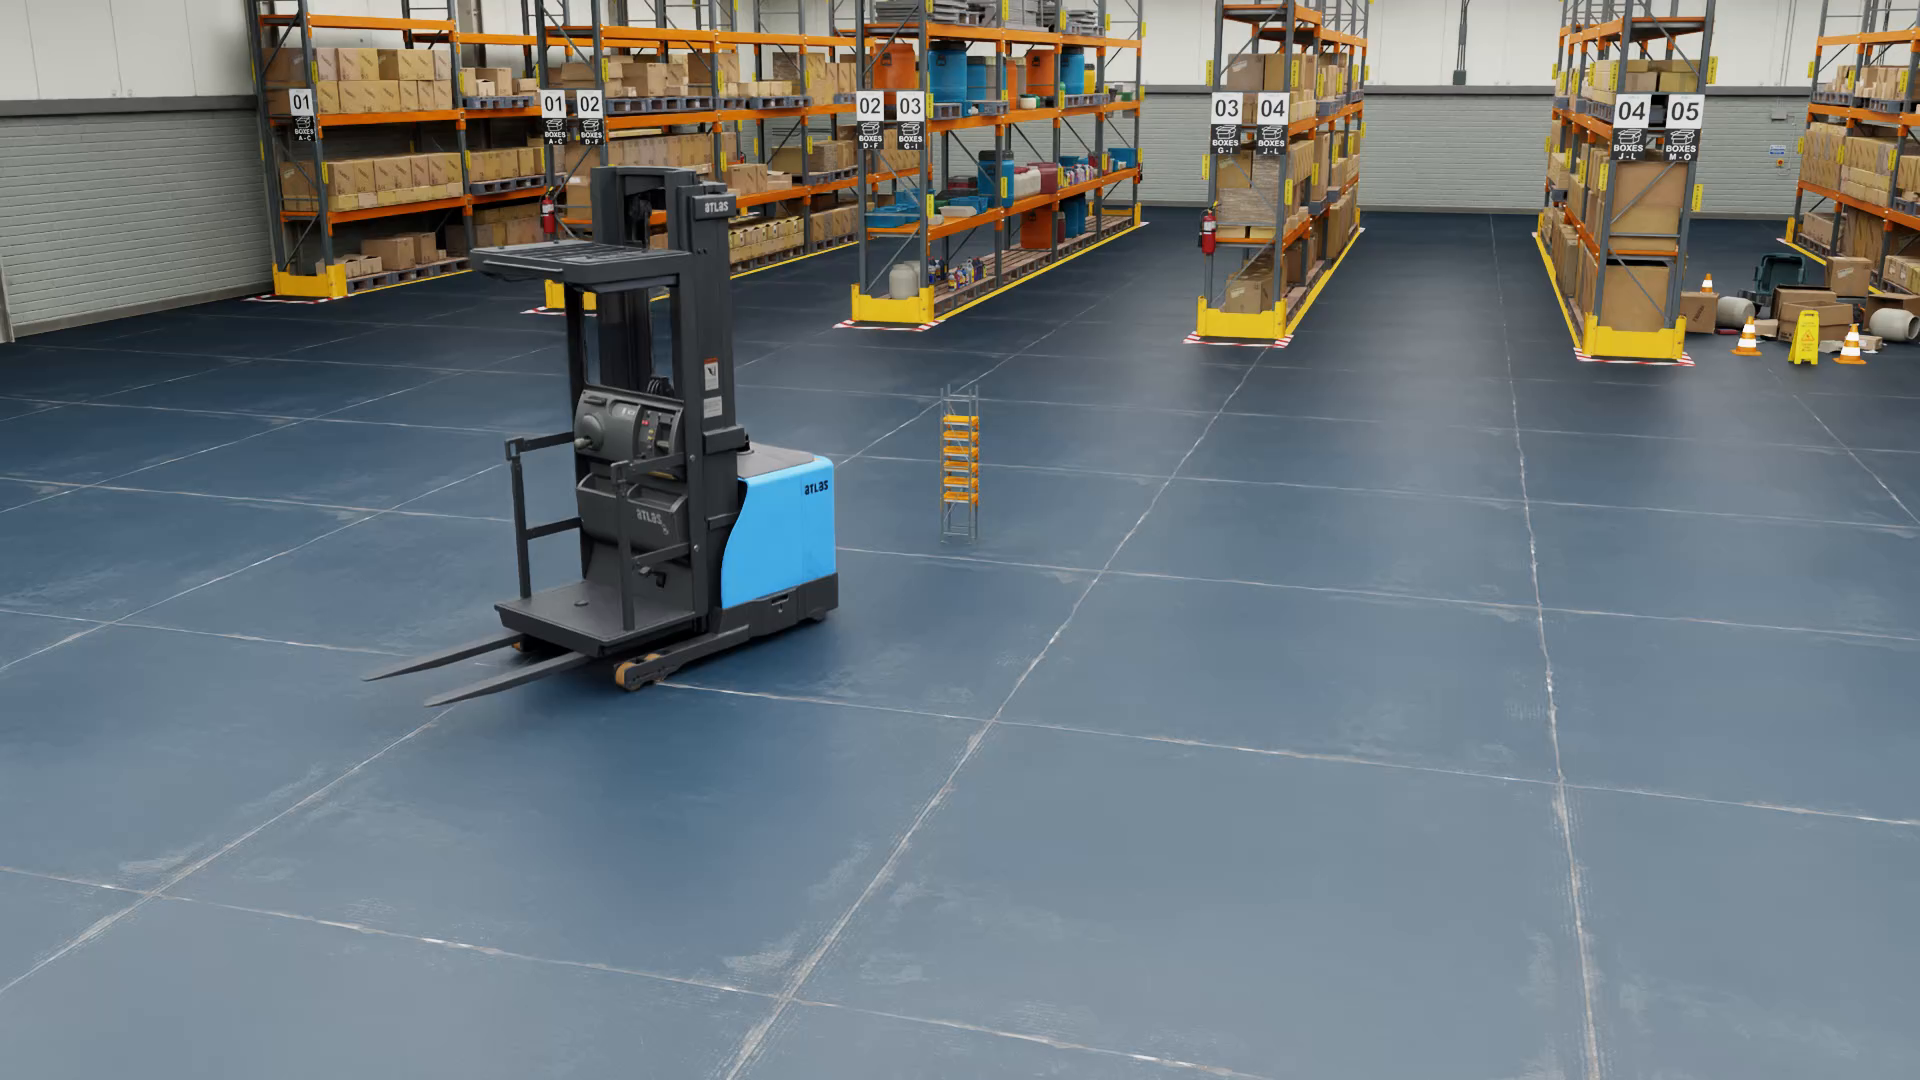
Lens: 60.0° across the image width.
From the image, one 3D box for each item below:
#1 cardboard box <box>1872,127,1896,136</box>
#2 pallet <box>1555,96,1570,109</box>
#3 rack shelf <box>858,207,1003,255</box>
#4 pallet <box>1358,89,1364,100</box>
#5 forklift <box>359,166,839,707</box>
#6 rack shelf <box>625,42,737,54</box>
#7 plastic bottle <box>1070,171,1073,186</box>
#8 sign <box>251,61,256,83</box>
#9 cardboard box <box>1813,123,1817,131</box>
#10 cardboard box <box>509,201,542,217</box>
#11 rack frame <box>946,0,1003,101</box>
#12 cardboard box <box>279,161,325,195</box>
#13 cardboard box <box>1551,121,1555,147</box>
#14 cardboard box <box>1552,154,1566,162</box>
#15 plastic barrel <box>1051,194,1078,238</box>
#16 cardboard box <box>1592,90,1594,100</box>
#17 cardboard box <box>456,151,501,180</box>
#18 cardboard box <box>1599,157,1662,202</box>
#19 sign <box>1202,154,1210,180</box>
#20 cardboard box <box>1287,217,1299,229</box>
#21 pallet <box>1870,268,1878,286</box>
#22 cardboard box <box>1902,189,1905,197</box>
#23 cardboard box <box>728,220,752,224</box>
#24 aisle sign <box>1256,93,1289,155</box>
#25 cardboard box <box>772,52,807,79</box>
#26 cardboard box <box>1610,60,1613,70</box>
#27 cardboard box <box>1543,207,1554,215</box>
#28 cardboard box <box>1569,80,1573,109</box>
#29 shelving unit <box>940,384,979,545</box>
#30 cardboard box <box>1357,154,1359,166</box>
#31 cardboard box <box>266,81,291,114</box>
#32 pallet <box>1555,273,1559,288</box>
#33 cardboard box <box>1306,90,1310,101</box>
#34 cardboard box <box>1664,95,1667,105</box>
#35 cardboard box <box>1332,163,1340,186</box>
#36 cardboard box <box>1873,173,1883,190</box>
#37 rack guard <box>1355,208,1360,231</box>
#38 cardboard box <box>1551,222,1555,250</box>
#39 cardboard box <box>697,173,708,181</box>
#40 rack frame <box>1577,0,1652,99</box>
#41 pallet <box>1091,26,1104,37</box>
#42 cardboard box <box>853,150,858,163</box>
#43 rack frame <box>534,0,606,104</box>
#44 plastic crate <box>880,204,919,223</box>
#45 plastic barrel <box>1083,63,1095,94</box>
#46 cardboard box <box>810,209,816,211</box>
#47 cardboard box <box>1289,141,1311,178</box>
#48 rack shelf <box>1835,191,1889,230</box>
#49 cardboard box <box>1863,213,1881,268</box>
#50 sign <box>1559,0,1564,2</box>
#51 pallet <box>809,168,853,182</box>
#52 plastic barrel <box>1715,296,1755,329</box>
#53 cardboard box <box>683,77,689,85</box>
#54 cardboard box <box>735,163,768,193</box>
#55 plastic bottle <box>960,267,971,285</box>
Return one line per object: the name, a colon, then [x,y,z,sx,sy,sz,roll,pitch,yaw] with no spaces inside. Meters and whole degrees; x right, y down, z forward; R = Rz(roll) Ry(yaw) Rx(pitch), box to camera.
cardboard box: [17.111,-7.554,30.760,0.380,0.149,0.250,5,17,17]
pallet: [11.371,-7.867,29.916,1.213,0.211,1.003,5,16,16]
rack shelf: [-0.377,-4.772,25.475,1.077,0.370,4.000,5,16,16]
pallet: [8.150,-9.602,35.852,1.003,0.211,1.213,5,16,16]
forklift: [-2.133,-0.683,9.865,1.130,2.935,3.031,13,20,38]
rack shelf: [-6.465,-11.374,38.489,1.077,0.370,4.000,5,16,16]
plastic bottle: [2.149,-7.045,32.405,0.097,0.271,0.097,0,16,0]
sign: [-10.970,-7.281,25.881,0.100,0.325,0.005,5,16,16]
cardboard box: [17.296,-8.265,33.267,0.380,0.149,0.250,5,17,18]
cardboard box: [-8.547,-6.489,32.612,0.500,0.250,0.500,5,17,17]
rack frame: [0.192,-8.528,26.403,1.000,3.000,0.127,5,16,16]
cardboard box: [-10.513,-5.801,26.649,0.500,0.500,0.500,4,16,15]
cardboard box: [12.389,-8.294,34.014,0.500,0.500,0.500,4,16,15]
cardboard box: [11.239,-7.099,30.961,0.380,0.149,0.250,5,17,16]
plastic barrel: [2.093,-6.601,33.680,0.600,0.901,0.708,5,16,16]
cardboard box: [9.238,-6.350,23.730,0.380,0.149,0.250,4,16,15]
cardboard box: [-8.964,-6.946,30.831,0.700,0.500,0.500,6,17,22]
cardboard box: [8.741,-4.637,21.425,0.875,0.550,0.550,5,16,16]
sign: [3.277,-4.968,22.147,0.100,0.325,0.005,5,16,16]
cardboard box: [4.633,-4.531,23.767,0.380,0.149,0.250,5,16,16]
pallet: [15.875,-4.394,27.935,1.003,0.211,1.213,5,16,16]
cardboard box: [15.308,-5.546,26.576,0.380,0.149,0.250,4,16,13]
cardboard box: [-4.138,-5.836,31.151,0.500,0.311,0.500,4,16,14]
aisle sign: [4.074,-5.422,21.684,0.394,0.787,0.004,5,16,16]
cardboard box: [-3.290,-9.159,32.110,0.500,0.500,0.500,5,16,16]
cardboard box: [8.446,-6.002,21.044,0.380,0.149,0.250,5,17,17]
cardboard box: [12.603,-6.992,35.347,0.380,0.149,0.250,4,16,13]
cardboard box: [10.998,-7.815,29.206,0.500,0.500,0.500,5,16,16]
shelving unit: [-0.004,-0.573,12.652,0.258,1.200,0.189,5,16,16]
cardboard box: [8.467,-8.320,36.397,0.500,0.250,0.500,4,16,15]
cardboard box: [-10.568,-6.993,26.269,0.500,0.500,0.500,6,17,20]
pallet: [10.508,-4.351,27.782,1.003,0.211,1.213,5,16,16]
cardboard box: [4.919,-6.503,24.308,0.380,0.149,0.250,4,16,14]
cardboard box: [9.007,-5.504,20.747,0.380,0.149,0.250,5,17,16]
cardboard box: [6.763,-6.727,30.867,0.500,0.500,0.500,4,16,15]
cardboard box: [15.615,-5.985,27.790,0.500,0.250,0.500,4,16,14]
rack guard: [8.357,-7.201,37.300,1.175,0.500,0.348,5,16,16]
cardboard box: [11.476,-5.766,31.472,0.500,0.500,0.500,5,17,18]
cardboard box: [-4.676,-5.958,28.155,0.700,0.500,0.500,4,16,14]
rack frame: [10.804,-8.779,27.289,1.000,3.000,0.127,5,16,16]
pallet: [2.259,-10.118,33.091,1.003,0.211,1.213,5,16,16]
cardboard box: [-2.387,-8.318,36.476,0.500,0.500,0.500,5,17,17]
rack frame: [-5.693,-7.866,24.071,1.000,3.000,0.127,5,16,16]
plastic crate: [-0.900,-4.847,24.694,0.499,0.251,0.408,5,16,16]
plastic barrel: [2.400,-9.216,33.211,0.600,0.588,0.600,0,16,0]
cardboard box: [-3.232,-6.480,33.954,0.500,0.500,0.500,4,16,14]
cardboard box: [4.936,-5.660,24.725,0.500,0.500,0.500,5,16,16]
rack shelf: [16.147,-5.713,28.791,1.077,0.370,4.000,5,16,16]
cardboard box: [16.112,-5.123,28.517,0.875,0.875,0.875,5,17,17]
sign: [12.557,-11.402,34.679,0.100,0.325,0.005,5,16,16]
pallet: [-2.871,-7.490,34.090,1.003,0.211,1.213,5,16,16]
plastic barrel: [10.816,-3.191,23.304,0.421,0.421,0.512,-10,19,-32]
cardboard box: [-6.426,-10.416,37.881,0.500,0.250,0.500,4,16,15]
cardboard box: [-3.881,-6.681,30.703,0.500,0.500,0.500,4,16,13]
plastic bottle: [0.089,-4.175,26.237,0.152,0.276,0.135,5,17,17]
